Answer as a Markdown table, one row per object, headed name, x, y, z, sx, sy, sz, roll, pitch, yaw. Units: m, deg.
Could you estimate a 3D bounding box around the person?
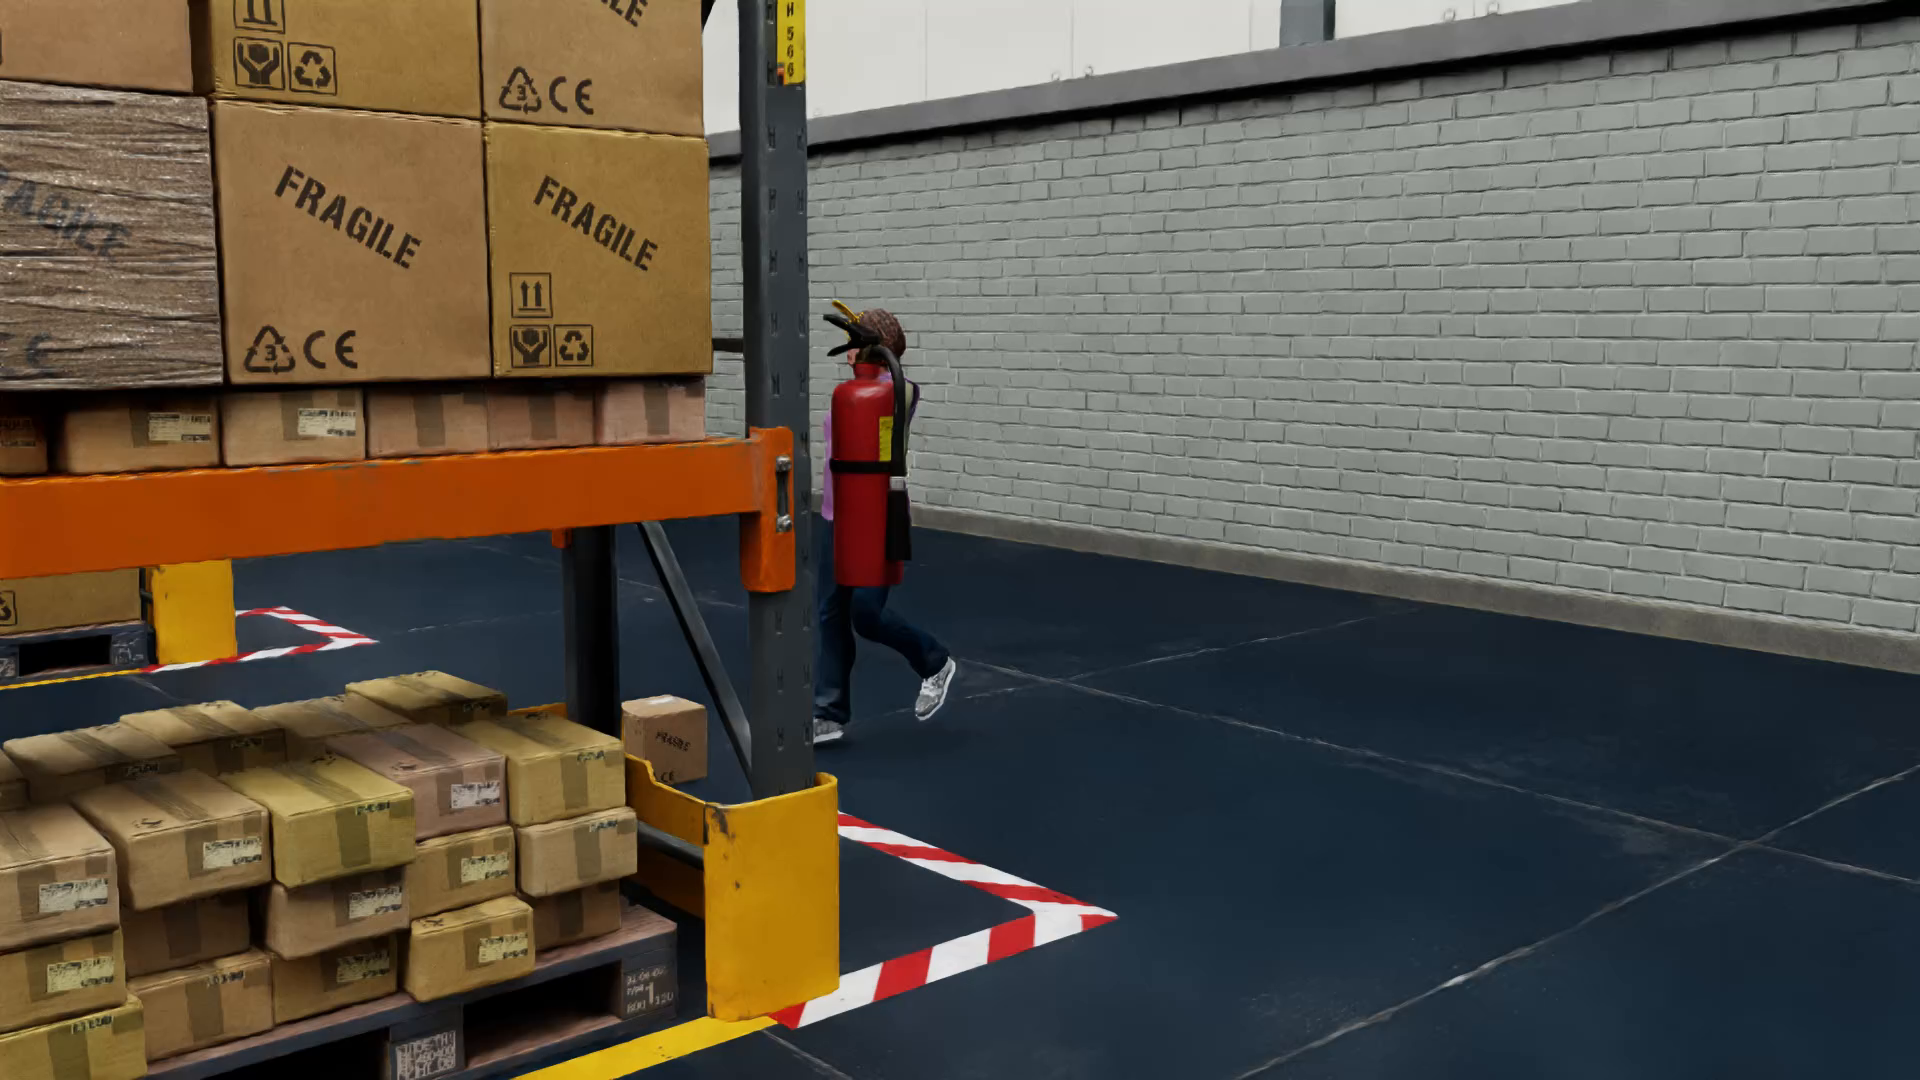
| name | x | y | z | sx | sy | sz | roll | pitch | yaw |
| --- | --- | --- | --- | --- | --- | --- | --- | --- | --- |
| person | -0.354 | -0.050 | 6.076 | 0.665 | 1.586 | 0.438 | -6 | 10 | -39 |
